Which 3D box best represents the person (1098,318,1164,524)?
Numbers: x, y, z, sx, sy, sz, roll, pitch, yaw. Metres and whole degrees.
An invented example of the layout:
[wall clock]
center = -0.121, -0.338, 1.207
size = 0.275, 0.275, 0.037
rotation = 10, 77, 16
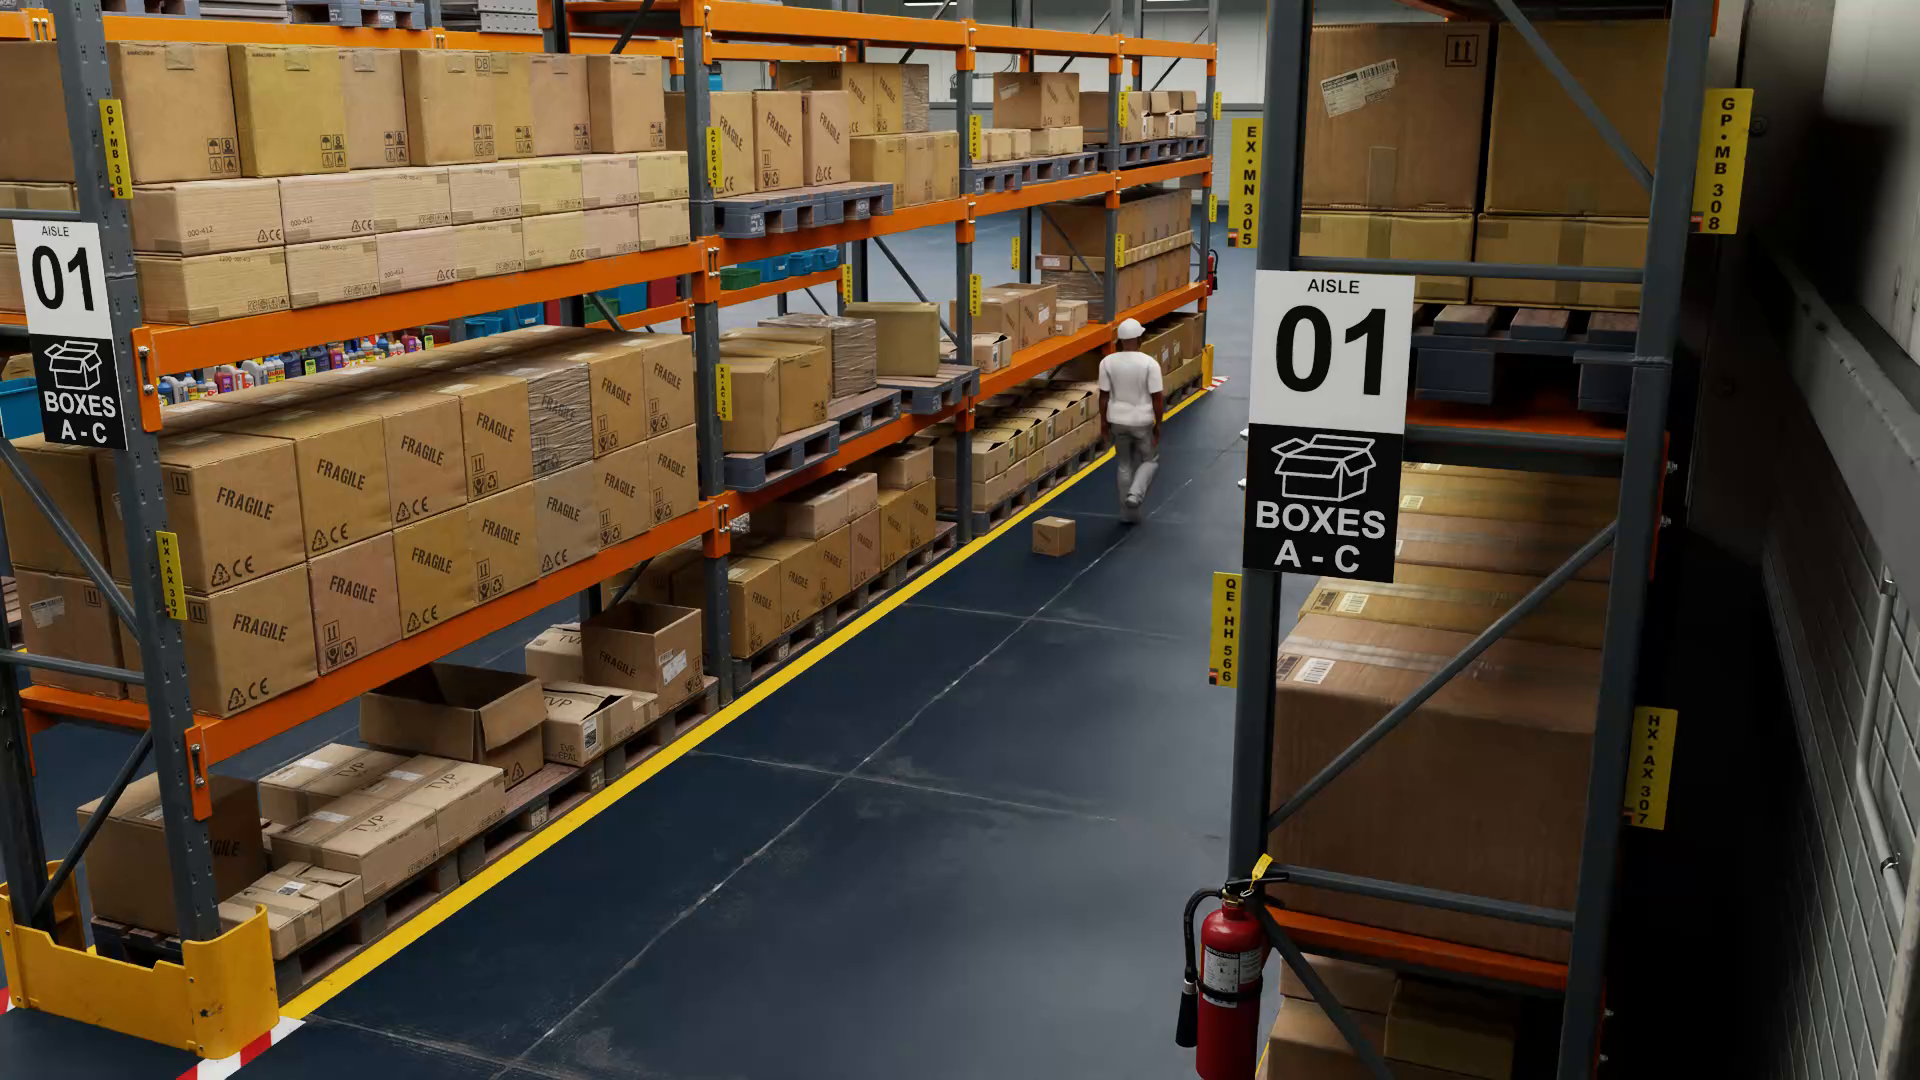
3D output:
[person]
center = 1.445, -0.992, 14.031
size = 0.569, 1.755, 0.601
rotation = 7, 17, 24
